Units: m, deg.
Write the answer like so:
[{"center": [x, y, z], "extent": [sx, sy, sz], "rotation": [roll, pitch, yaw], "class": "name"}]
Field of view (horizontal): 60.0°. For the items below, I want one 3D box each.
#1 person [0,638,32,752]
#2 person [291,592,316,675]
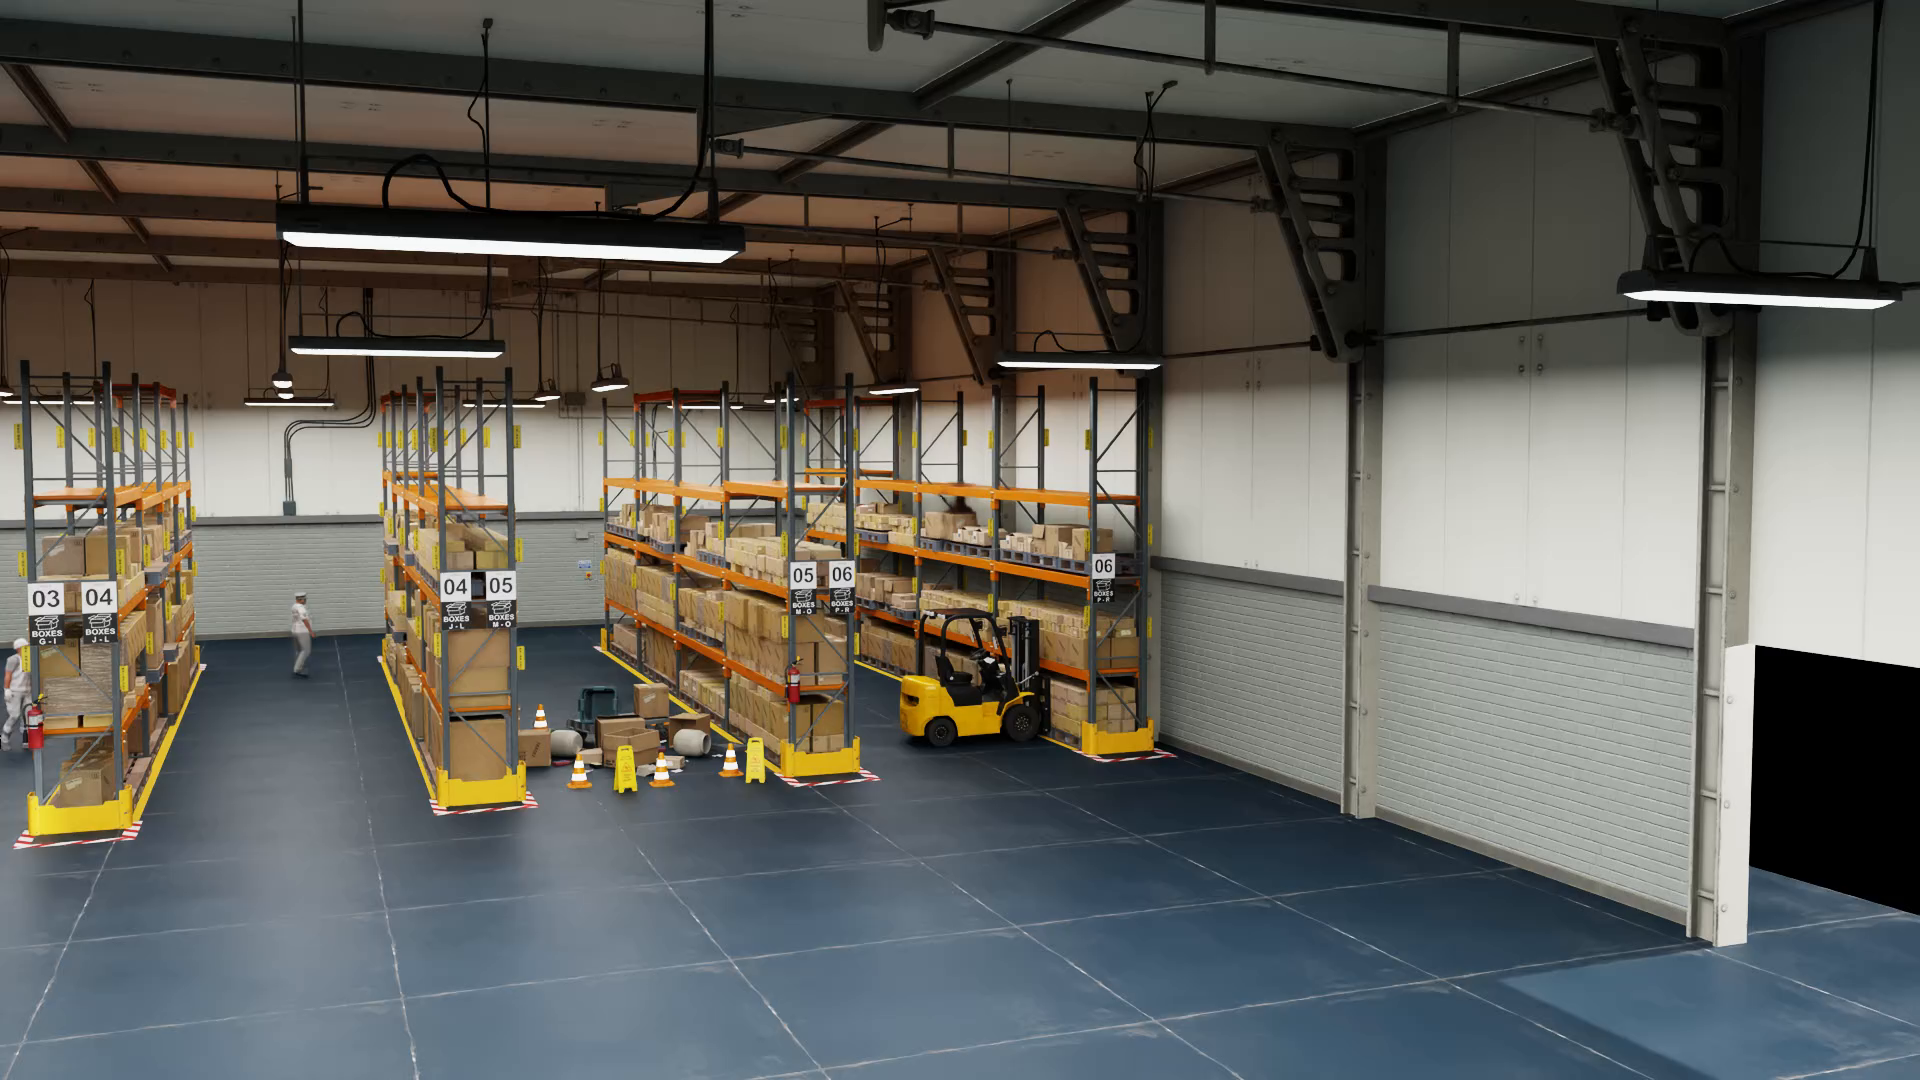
[{"center": [-15.174, 2.502, 26.898], "extent": [0.472, 1.798, 0.676], "rotation": [1, 4, 14], "class": "person"}, {"center": [-14.020, 1.994, 35.377], "extent": [0.475, 1.759, 0.593], "rotation": [-3, 5, -41], "class": "person"}]
